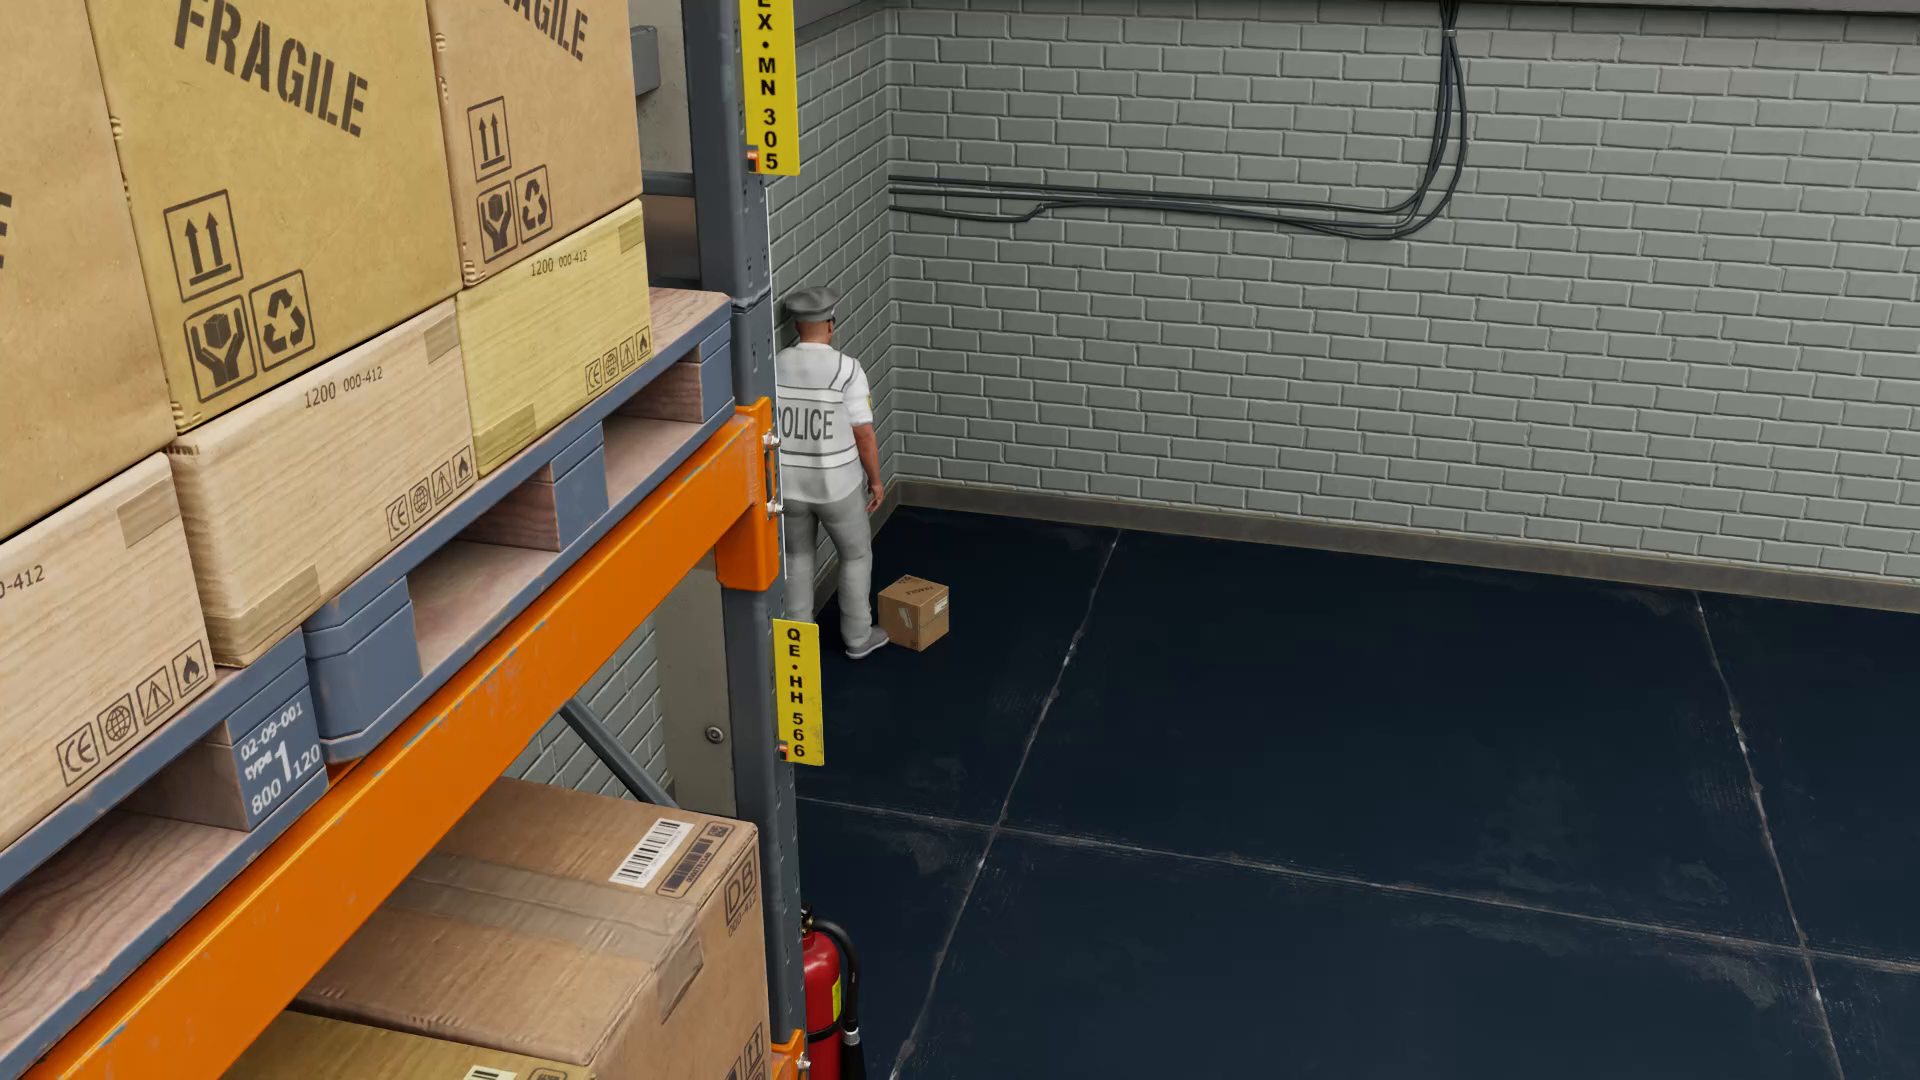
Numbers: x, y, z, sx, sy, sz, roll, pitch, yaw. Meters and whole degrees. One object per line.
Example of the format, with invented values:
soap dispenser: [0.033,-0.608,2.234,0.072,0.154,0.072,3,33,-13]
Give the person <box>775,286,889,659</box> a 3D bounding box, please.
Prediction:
person: [-0.652,-0.274,7.683,0.586,1.748,0.440,6,26,14]
